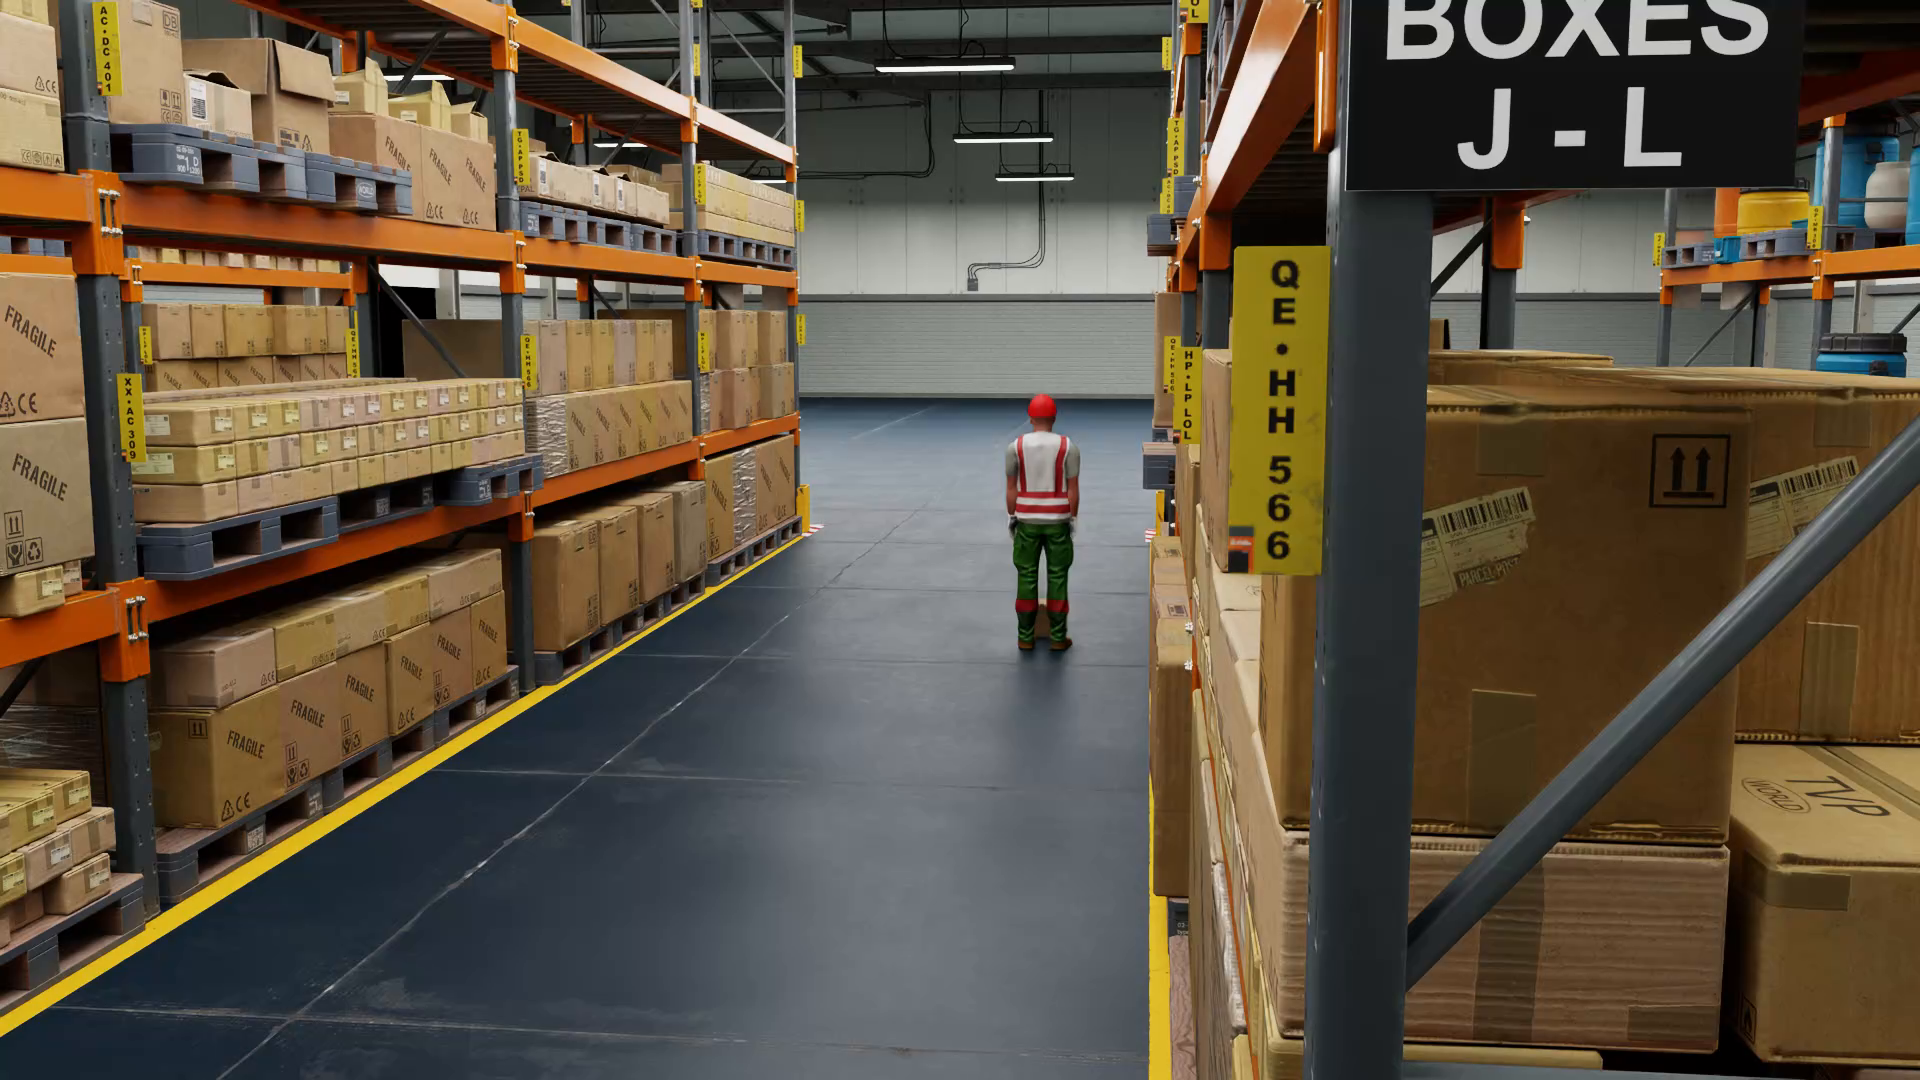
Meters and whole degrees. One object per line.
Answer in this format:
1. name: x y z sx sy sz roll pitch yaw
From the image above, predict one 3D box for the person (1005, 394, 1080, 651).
1. person: 0.576 -0.126 11.646 0.523 1.790 0.337 1 8 7
